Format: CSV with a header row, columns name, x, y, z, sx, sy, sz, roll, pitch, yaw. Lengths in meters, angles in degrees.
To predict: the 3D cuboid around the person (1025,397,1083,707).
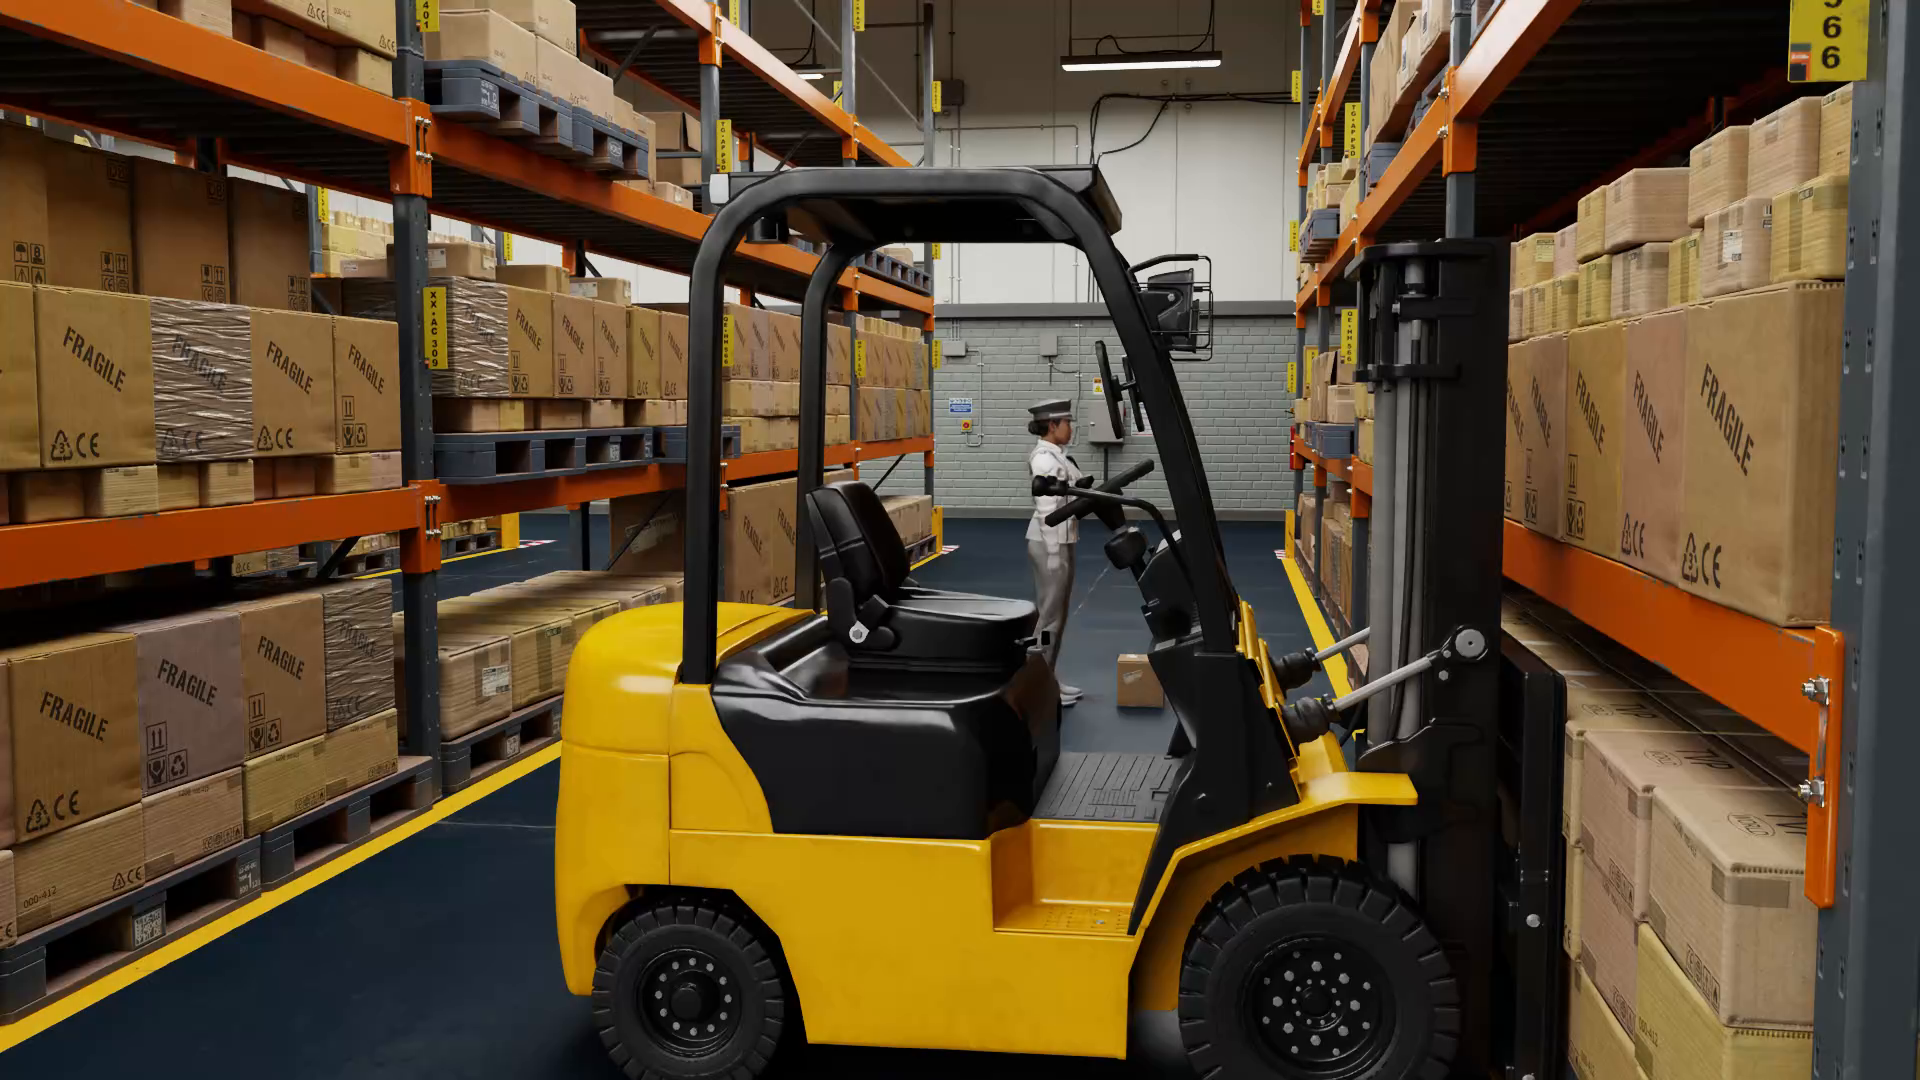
name,x,y,z,sx,sy,sz,roll,pitch,yaw
person,0.528,0.056,9.139,0.331,1.675,0.467,1,5,10
